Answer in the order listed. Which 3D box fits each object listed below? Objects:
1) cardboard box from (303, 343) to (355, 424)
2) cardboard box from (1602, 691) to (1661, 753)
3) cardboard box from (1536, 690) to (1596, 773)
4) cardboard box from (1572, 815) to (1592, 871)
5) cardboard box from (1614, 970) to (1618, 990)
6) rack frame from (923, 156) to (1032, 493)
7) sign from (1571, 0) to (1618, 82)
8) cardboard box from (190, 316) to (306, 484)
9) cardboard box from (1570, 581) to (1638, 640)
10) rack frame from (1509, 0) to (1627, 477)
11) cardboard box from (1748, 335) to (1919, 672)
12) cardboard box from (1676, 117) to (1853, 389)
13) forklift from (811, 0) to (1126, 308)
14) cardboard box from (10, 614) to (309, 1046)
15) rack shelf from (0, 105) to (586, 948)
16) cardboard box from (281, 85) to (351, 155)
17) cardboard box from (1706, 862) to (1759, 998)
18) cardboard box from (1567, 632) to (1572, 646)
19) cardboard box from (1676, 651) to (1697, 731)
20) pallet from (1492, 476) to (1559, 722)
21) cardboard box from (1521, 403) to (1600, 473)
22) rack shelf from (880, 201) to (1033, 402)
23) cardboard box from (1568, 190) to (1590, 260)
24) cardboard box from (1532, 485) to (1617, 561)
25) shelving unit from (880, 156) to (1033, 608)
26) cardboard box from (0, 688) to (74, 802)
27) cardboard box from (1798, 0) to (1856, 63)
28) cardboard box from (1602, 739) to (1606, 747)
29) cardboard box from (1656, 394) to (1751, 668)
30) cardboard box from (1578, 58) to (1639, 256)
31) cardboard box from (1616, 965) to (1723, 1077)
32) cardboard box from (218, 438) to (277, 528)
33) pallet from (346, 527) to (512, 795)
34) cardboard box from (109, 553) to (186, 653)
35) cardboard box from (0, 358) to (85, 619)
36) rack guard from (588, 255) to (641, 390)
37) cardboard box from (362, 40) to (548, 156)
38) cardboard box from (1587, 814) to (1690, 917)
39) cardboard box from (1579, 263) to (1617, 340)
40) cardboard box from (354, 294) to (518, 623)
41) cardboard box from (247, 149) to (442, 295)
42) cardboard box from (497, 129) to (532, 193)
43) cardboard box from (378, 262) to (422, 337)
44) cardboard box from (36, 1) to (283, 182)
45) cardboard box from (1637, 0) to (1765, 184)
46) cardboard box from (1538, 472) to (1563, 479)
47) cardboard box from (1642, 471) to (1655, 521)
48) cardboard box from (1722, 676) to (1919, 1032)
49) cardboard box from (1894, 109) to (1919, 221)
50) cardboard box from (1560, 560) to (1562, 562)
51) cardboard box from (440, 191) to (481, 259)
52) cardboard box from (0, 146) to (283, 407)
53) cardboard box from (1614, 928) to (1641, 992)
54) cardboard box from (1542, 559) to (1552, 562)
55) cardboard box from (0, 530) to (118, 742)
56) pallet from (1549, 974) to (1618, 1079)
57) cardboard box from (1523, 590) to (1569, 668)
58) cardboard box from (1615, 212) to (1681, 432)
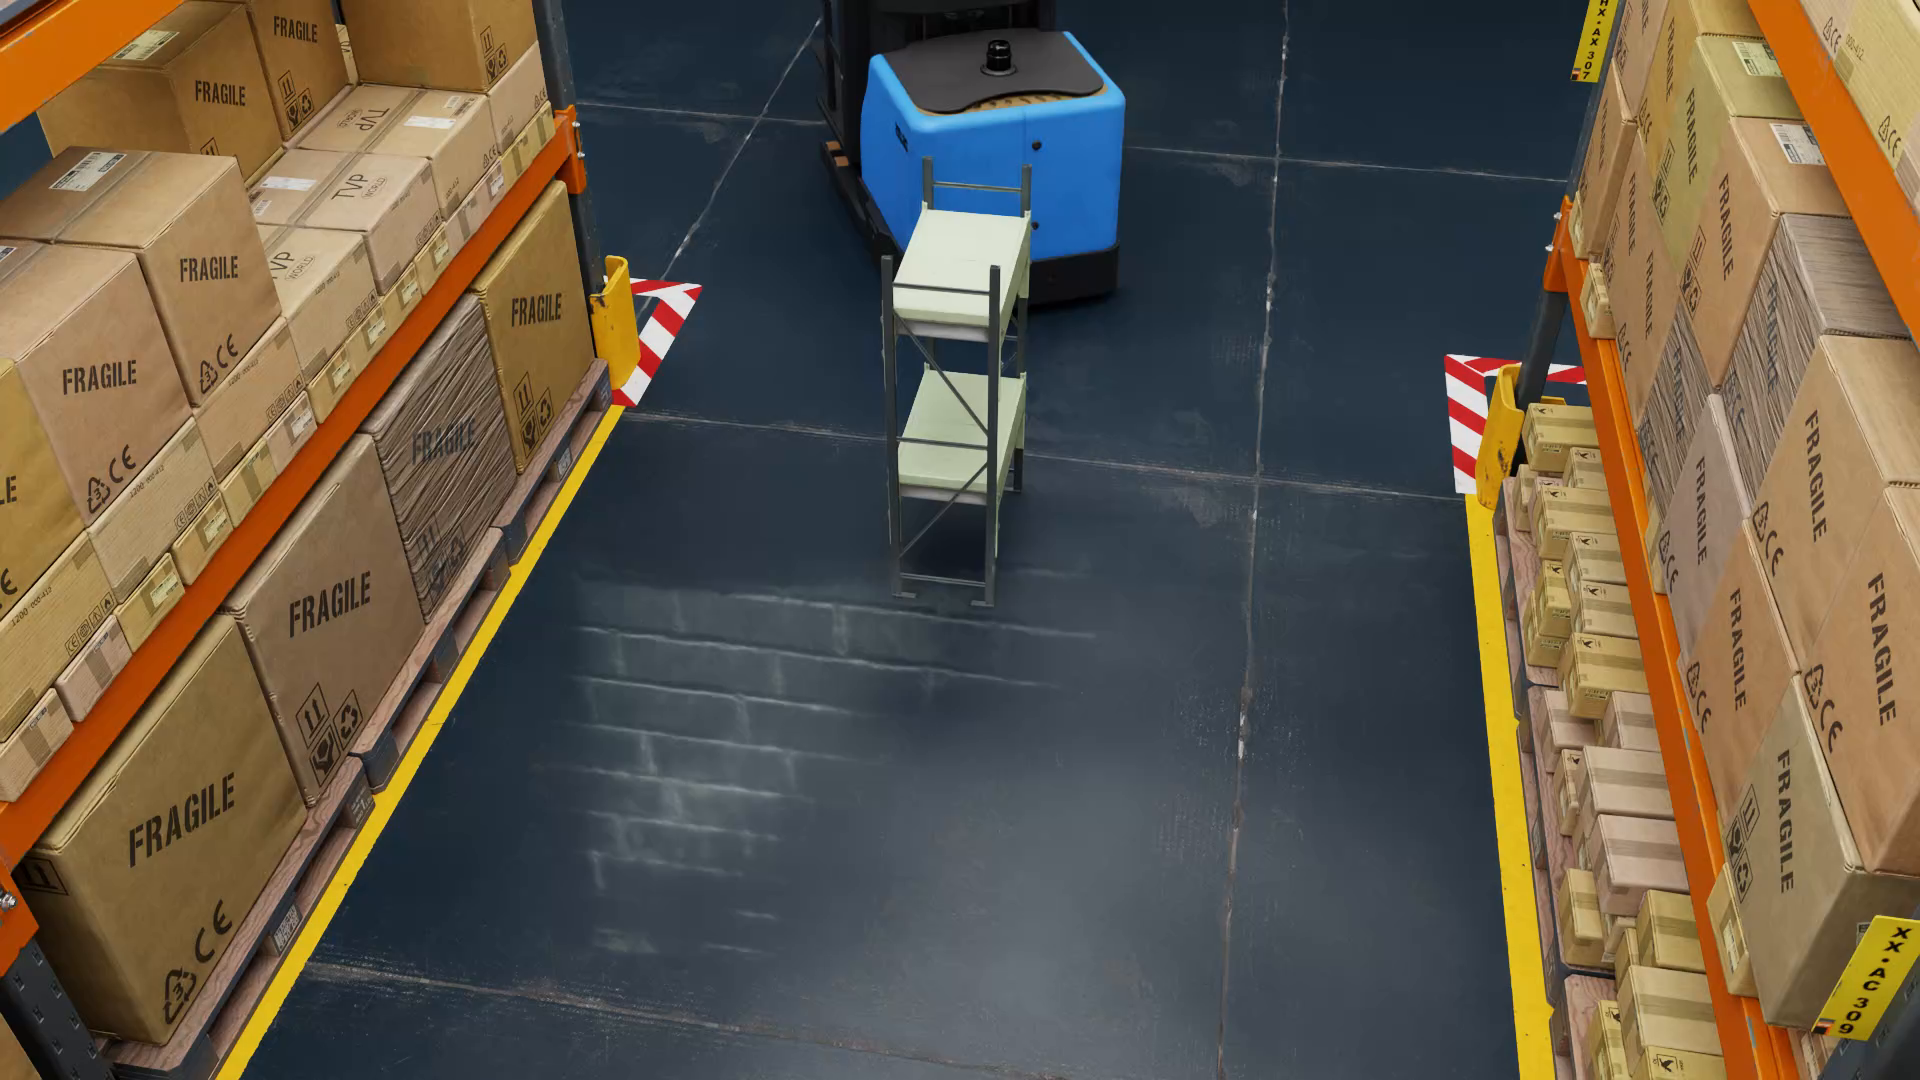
[{"bbox_3d":[-2.139,-0.507,5.206,0.380,0.149,0.250,5,40,6],"label":"cardboard box"},{"bbox_3d":[2.191,0.619,5.088,0.380,0.149,0.250,6,40,8],"label":"cardboard box"},{"bbox_3d":[2.136,0.650,5.518,0.380,0.149,0.250,5,40,6],"label":"cardboard box"},{"bbox_3d":[2.105,0.982,5.117,0.380,0.149,0.250,7,40,9],"label":"cardboard box"},{"bbox_3d":[2.089,1.309,4.721,0.380,0.149,0.250,5,40,7],"label":"cardboard box"},{"bbox_3d":[0.062,-0.804,6.545,0.400,1.500,0.023,6,40,8],"label":"rack frame"},{"bbox_3d":[2.240,-1.770,5.857,0.100,0.325,0.005,6,40,8],"label":"sign"},{"bbox_3d":[-2.271,-0.436,4.808,0.500,0.250,0.500,7,40,9],"label":"cardboard box"},{"bbox_3d":[2.231,0.291,5.485,0.380,0.149,0.250,8,40,9],"label":"cardboard box"},{"bbox_3d":[2.774,-1.376,6.060,1.000,3.000,0.127,6,40,8],"label":"rack frame"},{"bbox_3d":[1.981,-0.054,3.365,0.500,0.500,0.500,5,40,6],"label":"cardboard box"},{"bbox_3d":[2.157,-0.701,4.147,0.500,0.500,0.500,5,40,6],"label":"cardboard box"},{"bbox_3d":[-0.142,-3.116,8.219,1.130,2.935,3.031,-11,41,-13],"label":"forklift"},{"bbox_3d":[-2.593,0.776,4.796,0.875,0.875,0.875,6,40,8],"label":"cardboard box"},{"bbox_3d":[-2.440,-0.454,5.510,1.077,0.370,4.000,6,40,8],"label":"rack shelf"},{"bbox_3d":[-2.526,-1.445,6.028,0.500,0.250,0.500,6,40,7],"label":"cardboard box"},{"bbox_3d":[1.838,0.852,3.562,0.380,0.149,0.250,5,40,6],"label":"cardboard box"},{"bbox_3d":[2.269,0.402,5.584,0.380,0.149,0.250,5,40,6],"label":"cardboard box"},{"bbox_3d":[2.030,0.358,4.160,0.380,0.149,0.250,5,40,6],"label":"cardboard box"},{"bbox_3d":[2.586,0.252,6.279,1.003,0.211,1.213,6,40,8],"label":"pallet"},{"bbox_3d":[2.349,-0.377,6.293,0.380,0.149,0.250,5,40,6],"label":"cardboard box"},{"bbox_3d":[-0.001,-0.875,6.018,0.431,0.370,0.720,6,40,8],"label":"rack shelf"},{"bbox_3d":[2.395,-1.112,5.938,0.380,0.149,0.250,6,40,7],"label":"cardboard box"},{"bbox_3d":[2.250,-0.047,5.894,0.380,0.149,0.250,6,40,8],"label":"cardboard box"},{"bbox_3d":[-0.001,-0.574,6.267,0.431,1.500,0.755,6,40,8],"label":"shelving unit"},{"bbox_3d":[-2.407,0.472,4.023,0.380,0.149,0.250,6,40,8],"label":"cardboard box"},{"bbox_3d":[2.173,-1.243,3.664,0.500,0.250,0.500,6,40,7],"label":"cardboard box"},{"bbox_3d":[2.206,0.745,5.169,0.380,0.149,0.250,8,40,10],"label":"cardboard box"},{"bbox_3d":[2.066,0.009,4.074,0.500,0.500,0.500,6,40,7],"label":"cardboard box"},{"bbox_3d":[2.424,-1.278,5.630,0.500,0.500,0.500,8,40,10],"label":"cardboard box"},{"bbox_3d":[1.928,1.268,4.303,0.380,0.149,0.250,6,40,7],"label":"cardboard box"},{"bbox_3d":[-2.229,-0.184,4.816,0.380,0.149,0.250,6,40,7],"label":"cardboard box"},{"bbox_3d":[-2.368,0.362,6.146,1.003,0.211,1.213,6,40,8],"label":"pallet"},{"bbox_3d":[-2.316,0.141,4.422,0.380,0.149,0.250,8,40,9],"label":"cardboard box"},{"bbox_3d":[-2.451,-0.094,3.806,0.500,0.500,0.500,6,40,8],"label":"cardboard box"},{"bbox_3d":[-2.089,-1.038,7.613,1.175,0.500,0.348,6,40,8],"label":"rack guard"},{"bbox_3d":[-1.916,-1.710,6.348,0.500,0.250,0.500,6,40,7],"label":"cardboard box"},{"bbox_3d":[2.006,0.934,4.708,0.380,0.149,0.250,5,40,6],"label":"cardboard box"},{"bbox_3d":[2.293,-0.785,5.542,0.380,0.149,0.250,5,40,6],"label":"cardboard box"},{"bbox_3d":[-2.283,-0.348,6.155,0.875,0.875,0.875,6,40,8],"label":"cardboard box"},{"bbox_3d":[-2.092,-1.072,5.577,0.500,0.250,0.500,5,40,6],"label":"cardboard box"},{"bbox_3d":[-1.874,-1.467,6.367,0.380,0.149,0.250,7,40,8],"label":"cardboard box"},{"bbox_3d":[-2.050,-0.826,5.592,0.380,0.149,0.250,7,40,8],"label":"cardboard box"},{"bbox_3d":[-2.613,-1.421,5.411,0.500,0.500,0.500,5,40,6],"label":"cardboard box"},{"bbox_3d":[2.354,-1.345,4.926,0.500,0.500,0.500,7,40,9],"label":"cardboard box"},{"bbox_3d":[2.431,-0.253,6.377,0.380,0.149,0.250,8,40,10],"label":"cardboard box"},{"bbox_3d":[2.176,-0.128,4.747,0.380,0.149,0.250,8,40,9],"label":"cardboard box"},{"bbox_3d":[1.887,0.646,3.302,0.500,0.500,0.500,6,40,8],"label":"cardboard box"},{"bbox_3d":[1.999,-0.614,2.902,0.500,0.250,0.500,6,40,8],"label":"cardboard box"},{"bbox_3d":[2.372,0.076,5.979,0.380,0.149,0.250,7,40,8],"label":"cardboard box"},{"bbox_3d":[-1.963,-1.152,5.986,0.380,0.149,0.250,7,40,8],"label":"cardboard box"},{"bbox_3d":[-2.273,-0.730,4.574,0.500,0.500,0.500,5,40,6],"label":"cardboard box"},{"bbox_3d":[2.027,1.236,4.575,0.380,0.149,0.250,7,40,8],"label":"cardboard box"},{"bbox_3d":[2.404,0.028,6.270,0.380,0.149,0.250,6,40,7],"label":"cardboard box"},{"bbox_3d":[-2.446,0.201,4.037,0.500,0.250,0.500,6,40,7],"label":"cardboard box"},{"bbox_3d":[2.163,1.784,4.427,1.003,0.211,1.213,6,40,8],"label":"pallet"},{"bbox_3d":[2.215,0.333,5.901,0.380,0.149,0.250,7,40,8],"label":"cardboard box"},{"bbox_3d":[2.260,-0.633,4.850,0.500,0.500,0.500,7,40,8],"label":"cardboard box"}]
